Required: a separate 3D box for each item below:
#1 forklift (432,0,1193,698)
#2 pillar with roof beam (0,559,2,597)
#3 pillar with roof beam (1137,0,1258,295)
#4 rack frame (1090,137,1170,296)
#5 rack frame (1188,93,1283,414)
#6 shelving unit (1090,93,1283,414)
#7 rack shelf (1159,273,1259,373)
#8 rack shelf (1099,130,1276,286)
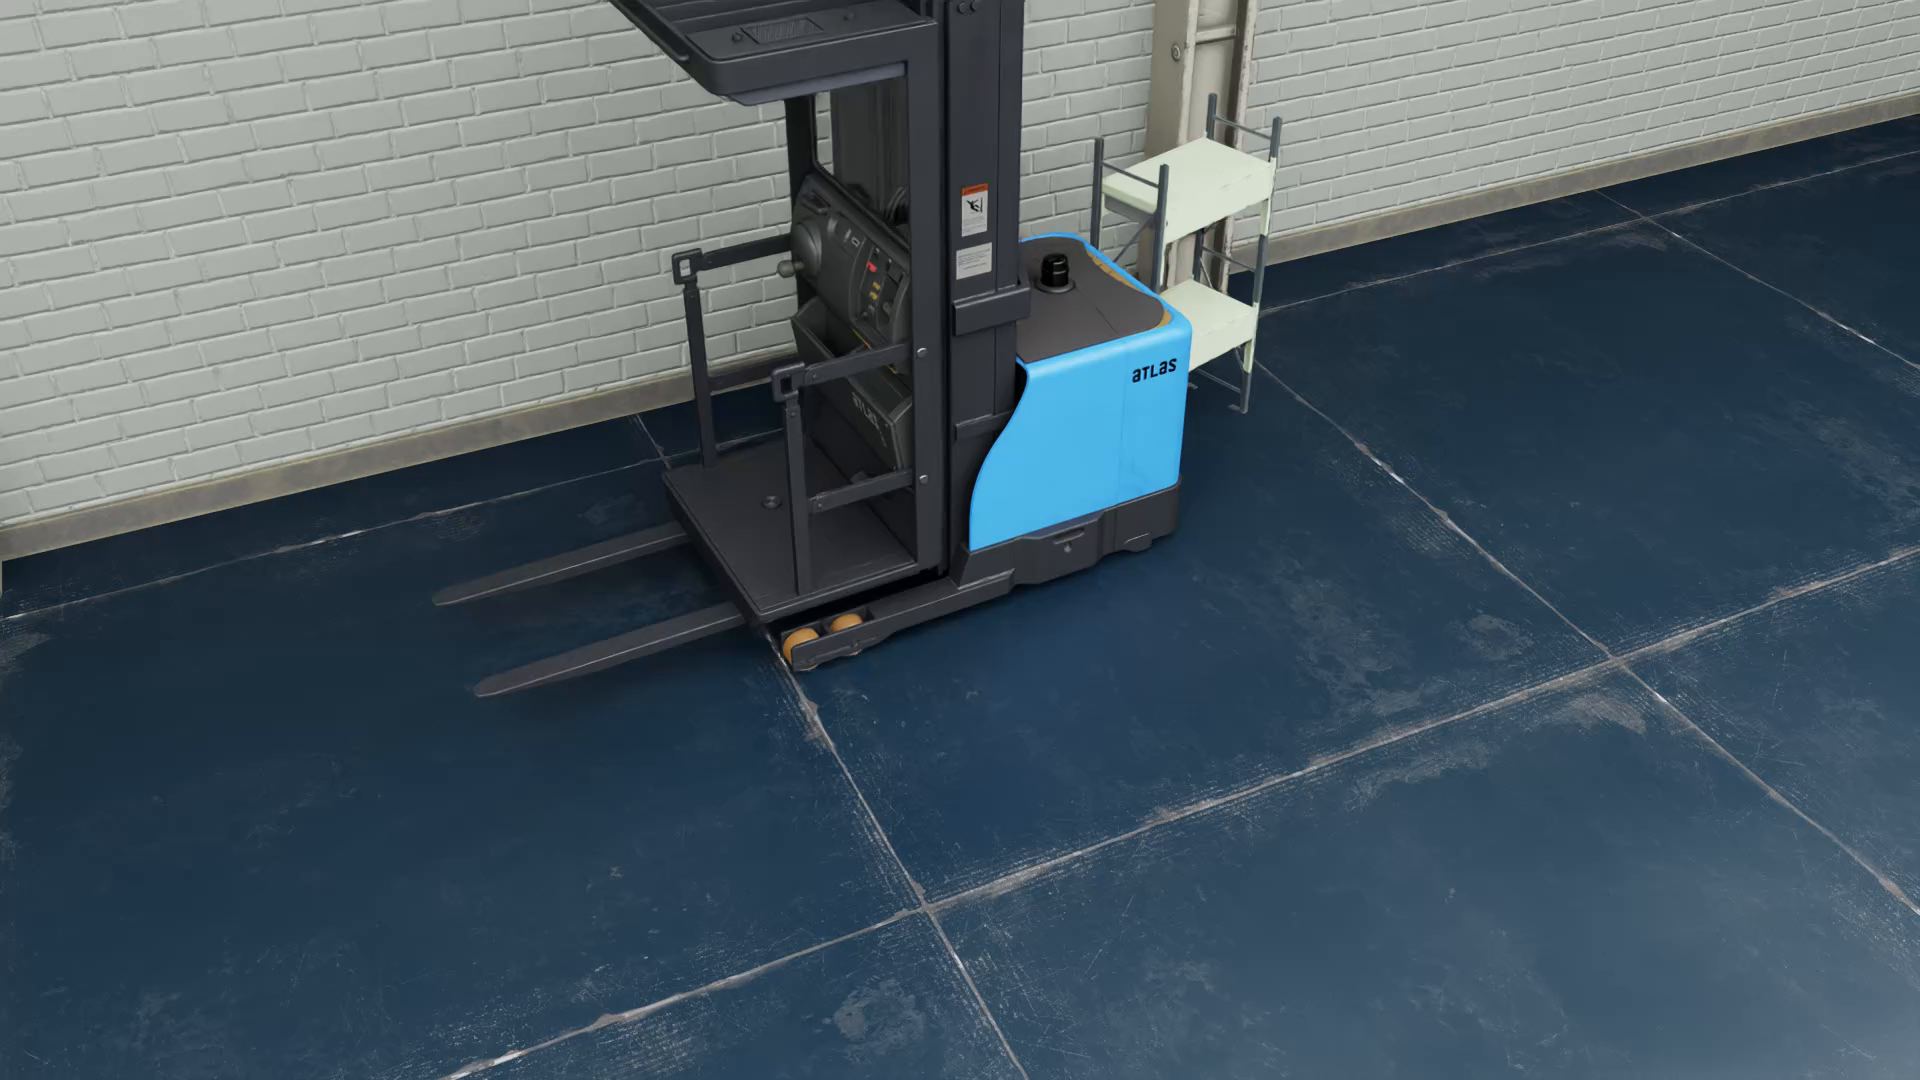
[{"bbox_3d":[-0.598,-1.022,6.168,3.031,2.935,1.130,-18,40,-22],"label":"forklift"},{"bbox_3d":[-2.408,-1.086,1.161,0.400,9.000,9.100,-16,39,-20],"label":"pillar with roof beam"},{"bbox_3d":[3.024,-2.605,3.208,0.400,9.000,9.100,-16,39,-20],"label":"pillar with roof beam"},{"bbox_3d":[0.714,-1.010,7.353,0.023,1.500,0.400,-29,45,-33],"label":"rack frame"},{"bbox_3d":[1.253,-1.305,7.751,0.023,1.500,0.400,-29,45,-33],"label":"rack frame"},{"bbox_3d":[0.983,-1.158,7.552,0.755,1.500,0.431,-29,45,-33],"label":"shelving unit"},{"bbox_3d":[0.983,-0.896,7.746,0.720,0.370,0.431,-29,45,-33],"label":"rack shelf"},{"bbox_3d":[0.983,-1.471,7.320,0.720,0.370,0.431,-29,45,-33],"label":"rack shelf"}]
